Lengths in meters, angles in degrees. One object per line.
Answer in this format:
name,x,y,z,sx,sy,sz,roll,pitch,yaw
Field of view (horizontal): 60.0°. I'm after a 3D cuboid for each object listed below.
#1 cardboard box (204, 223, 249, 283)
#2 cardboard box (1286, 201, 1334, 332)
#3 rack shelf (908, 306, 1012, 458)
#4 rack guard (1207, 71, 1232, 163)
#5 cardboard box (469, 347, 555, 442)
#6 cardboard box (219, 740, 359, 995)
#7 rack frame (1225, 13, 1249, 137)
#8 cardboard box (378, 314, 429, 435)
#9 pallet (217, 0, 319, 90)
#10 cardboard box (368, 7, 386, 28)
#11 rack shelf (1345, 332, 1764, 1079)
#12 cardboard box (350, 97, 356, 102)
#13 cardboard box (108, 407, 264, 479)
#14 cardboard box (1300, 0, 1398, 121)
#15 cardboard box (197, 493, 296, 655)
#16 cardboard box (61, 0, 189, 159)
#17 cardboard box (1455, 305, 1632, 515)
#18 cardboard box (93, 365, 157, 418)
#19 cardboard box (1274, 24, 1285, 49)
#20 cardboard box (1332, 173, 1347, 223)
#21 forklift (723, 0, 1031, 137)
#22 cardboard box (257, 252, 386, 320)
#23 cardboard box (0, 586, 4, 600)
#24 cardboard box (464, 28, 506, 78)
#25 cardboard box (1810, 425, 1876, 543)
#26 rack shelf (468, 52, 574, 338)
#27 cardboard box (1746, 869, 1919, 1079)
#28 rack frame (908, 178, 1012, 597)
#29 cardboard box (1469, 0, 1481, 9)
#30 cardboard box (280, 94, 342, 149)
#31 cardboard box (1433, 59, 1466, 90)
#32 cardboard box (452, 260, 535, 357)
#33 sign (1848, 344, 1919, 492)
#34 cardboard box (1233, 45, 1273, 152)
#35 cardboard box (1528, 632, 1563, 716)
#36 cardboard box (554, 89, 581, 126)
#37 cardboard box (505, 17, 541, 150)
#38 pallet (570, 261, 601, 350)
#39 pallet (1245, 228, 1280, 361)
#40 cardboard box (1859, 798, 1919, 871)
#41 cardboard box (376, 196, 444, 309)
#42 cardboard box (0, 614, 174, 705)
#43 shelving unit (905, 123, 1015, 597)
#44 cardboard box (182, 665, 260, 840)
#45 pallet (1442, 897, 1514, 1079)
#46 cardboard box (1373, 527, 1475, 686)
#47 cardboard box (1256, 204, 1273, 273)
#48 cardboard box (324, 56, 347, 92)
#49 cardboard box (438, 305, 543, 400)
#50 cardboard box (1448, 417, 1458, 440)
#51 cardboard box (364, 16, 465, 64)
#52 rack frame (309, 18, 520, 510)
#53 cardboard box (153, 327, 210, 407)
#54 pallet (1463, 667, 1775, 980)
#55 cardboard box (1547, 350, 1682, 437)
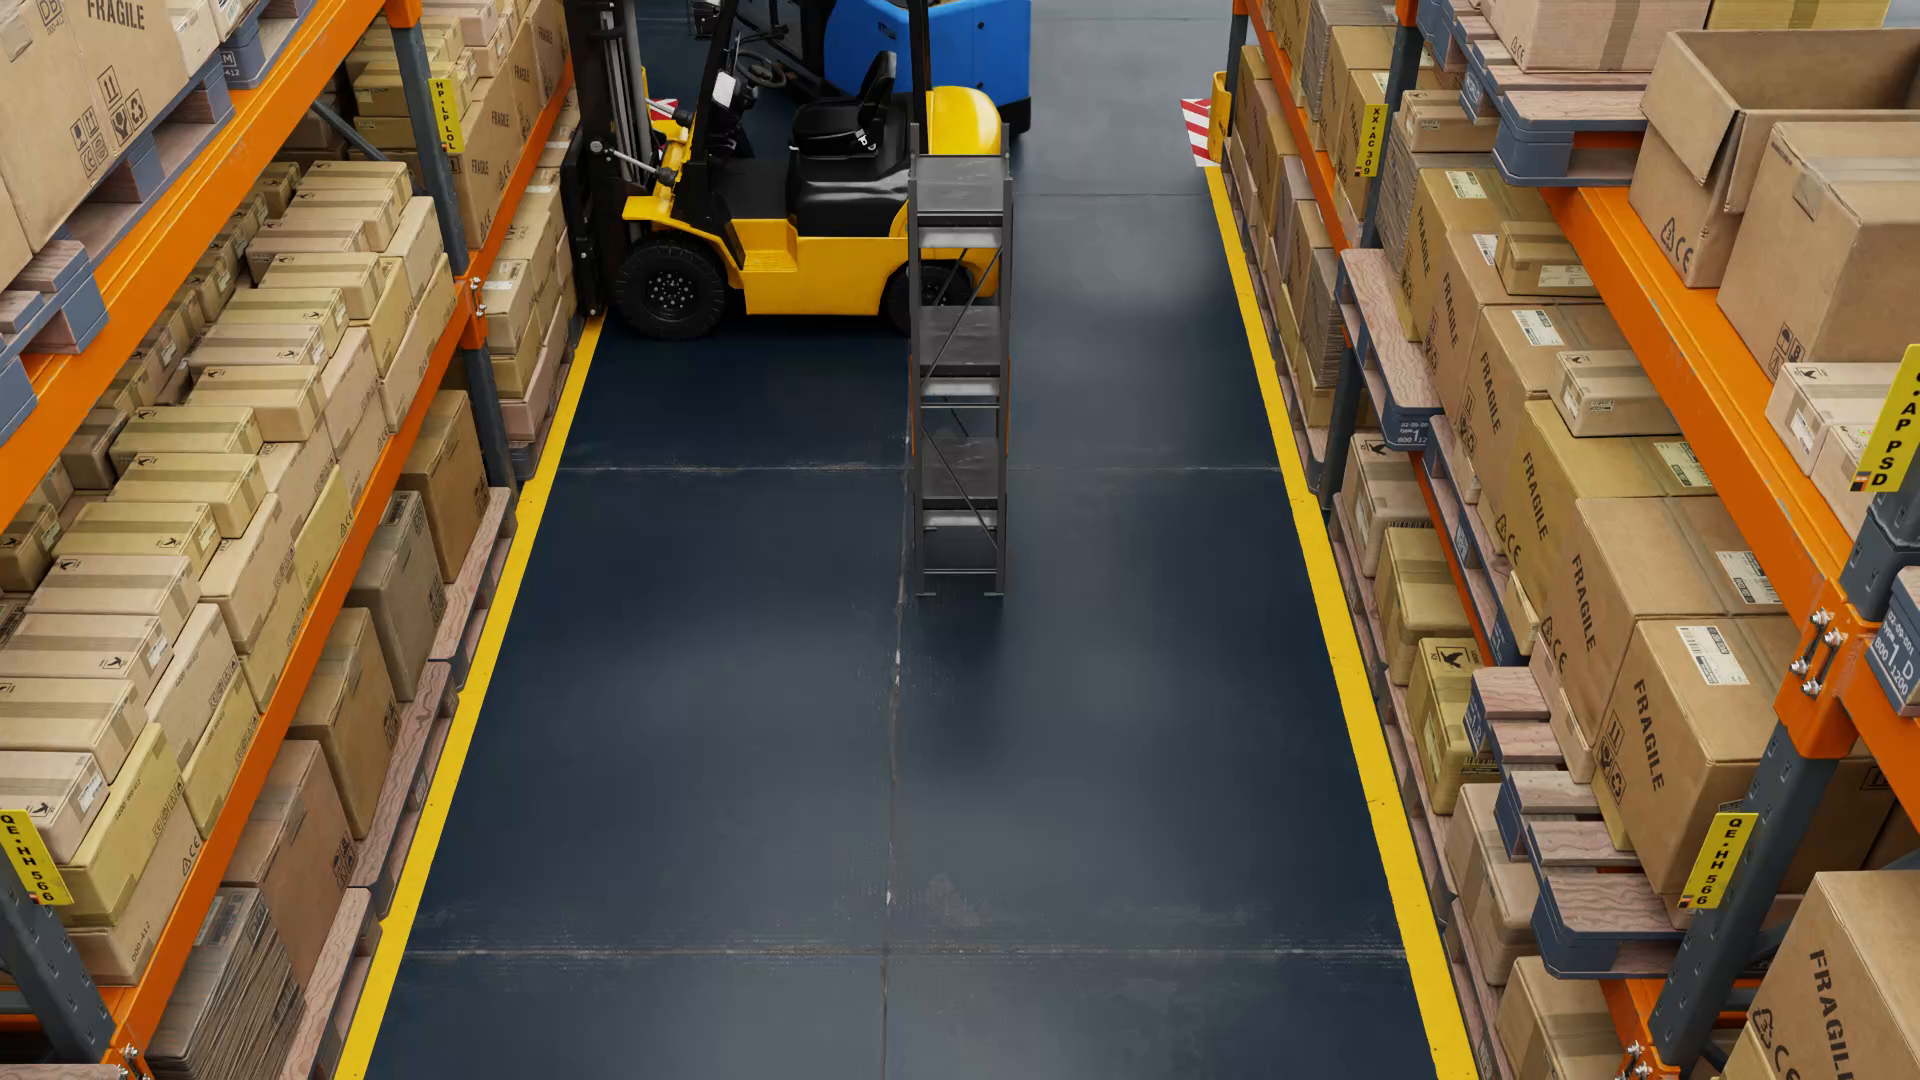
cardboard box,-2.954,-1.091,6.359,0.380,0.149,0.250,0,39,0
cardboard box,2.005,-1.420,8.632,0.500,0.500,0.500,1,39,1
rack shelf,0.000,-0.705,7.218,0.431,0.518,0.480,0,39,0
rack guard,2.272,-2.827,11.123,1.175,0.500,0.348,0,39,0
cardboard box,-2.356,-0.736,8.378,0.500,0.250,0.500,0,39,0
cardboard box,-2.678,1.123,5.759,0.875,0.625,0.625,1,39,1
rack frame,2.272,-3.850,10.401,1.000,3.000,0.127,0,39,0
cardboard box,-2.419,-0.655,6.534,0.500,0.250,0.500,0,39,0
pallet,-2.673,-1.887,5.706,0.805,0.209,1.217,-1,39,-2
cardboard box,-2.917,-2.475,8.087,0.380,0.149,0.250,1,39,1
rack shelf,2.279,0.183,5.944,1.077,0.370,4.000,0,39,0
cardboard box,-2.955,-1.974,7.980,0.500,0.500,0.500,0,39,1
cardboard box,-2.497,-0.302,5.376,0.380,0.149,0.250,0,39,0
cardboard box,2.015,-2.427,8.308,0.500,0.500,0.500,1,39,1
cardboard box,-2.421,0.104,5.187,0.500,0.250,0.500,-1,39,-1
cardboard box,-2.441,-1.343,4.379,0.500,0.500,0.500,1,39,1
cardboard box,1.990,-0.430,5.480,0.500,0.500,0.500,-2,39,-2
cardboard box,-2.946,-0.461,5.574,0.380,0.149,0.250,0,39,0
cardboard box,1.987,-2.895,9.410,0.380,0.149,0.250,1,39,1
cardboard box,1.964,-1.607,7.803,0.380,0.149,0.250,1,39,1
forklift,-0.765,-4.501,11.268,1.130,2.935,3.031,-23,44,-26
cardboard box,-2.366,-0.942,6.174,0.380,0.149,0.250,-1,39,-1
cardboard box,-3.007,0.185,4.768,0.380,0.149,0.250,-1,39,-1
cardboard box,-2.380,-2.313,7.885,0.380,0.149,0.250,1,39,1
cardboard box,2.071,-0.116,3.544,0.380,0.149,0.250,0,39,0
rack shelf,-2.689,-2.312,9.058,1.077,0.370,4.000,0,39,0
cardboard box,2.037,1.032,3.429,0.500,0.500,0.500,-1,39,-2
rack frame,0.000,-0.563,7.019,0.400,2.100,0.015,0,39,0
cardboard box,1.878,-1.941,5.405,0.500,0.250,0.500,-1,39,-1
cardboard box,-2.944,-1.835,7.289,0.380,0.149,0.250,0,39,0
cardboard box,2.493,-2.169,7.186,0.700,0.500,0.500,0,39,-1
cardboard box,-2.374,-1.126,8.066,0.500,0.250,0.500,-1,39,-1
sign,1.739,-0.220,3.059,0.100,0.325,0.005,0,39,0
cardboard box,1.997,-2.714,10.247,0.500,0.500,0.500,-1,39,-2
cardboard box,1.936,0.400,4.963,0.380,0.149,0.250,-2,39,-2
cardboard box,-2.362,-2.402,9.658,0.500,0.250,0.500,0,39,1
cardboard box,-2.445,-2.301,8.389,0.500,0.500,0.500,0,39,0
pallet,-2.650,-1.517,9.719,1.003,0.211,1.213,0,39,0
pallet,2.236,-1.445,9.630,1.003,0.211,1.213,0,39,0
cardboard box,2.512,0.553,4.254,0.500,0.500,0.500,-1,39,-1
cardboard box,-2.431,-1.172,6.780,0.500,0.250,0.500,-1,39,-1
cardboard box,-2.416,0.340,4.574,0.380,0.149,0.250,1,39,1
shelving unit,0.000,-0.716,7.210,0.431,2.100,0.503,0,39,0
cardboard box,-2.434,0.625,4.936,0.500,0.250,0.500,-1,39,-1
pallet,2.282,1.753,5.640,1.003,0.211,1.213,0,39,0
cardboard box,2.284,0.291,7.000,0.950,0.372,0.625,2,39,3
cardboard box,2.003,-1.776,9.675,0.500,0.250,0.500,2,39,3
cardboard box,-2.948,-2.107,7.390,0.380,0.149,0.250,-1,39,-1
cardboard box,-2.379,-0.931,8.222,0.500,0.250,0.500,0,39,0
cardboard box,1.986,-0.419,5.985,0.380,0.149,0.250,0,39,0
cardboard box,-2.491,-2.273,7.597,0.380,0.149,0.250,-1,39,-1
rack frame,-2.687,-1.342,7.272,1.000,3.000,0.127,0,39,0
cardboard box,-2.963,-0.526,5.974,0.500,0.250,0.500,-1,39,-1
pallet,2.174,0.782,4.774,1.213,0.211,1.003,0,39,0
cardboard box,1.997,-0.442,4.976,0.380,0.149,0.250,-2,39,-2
